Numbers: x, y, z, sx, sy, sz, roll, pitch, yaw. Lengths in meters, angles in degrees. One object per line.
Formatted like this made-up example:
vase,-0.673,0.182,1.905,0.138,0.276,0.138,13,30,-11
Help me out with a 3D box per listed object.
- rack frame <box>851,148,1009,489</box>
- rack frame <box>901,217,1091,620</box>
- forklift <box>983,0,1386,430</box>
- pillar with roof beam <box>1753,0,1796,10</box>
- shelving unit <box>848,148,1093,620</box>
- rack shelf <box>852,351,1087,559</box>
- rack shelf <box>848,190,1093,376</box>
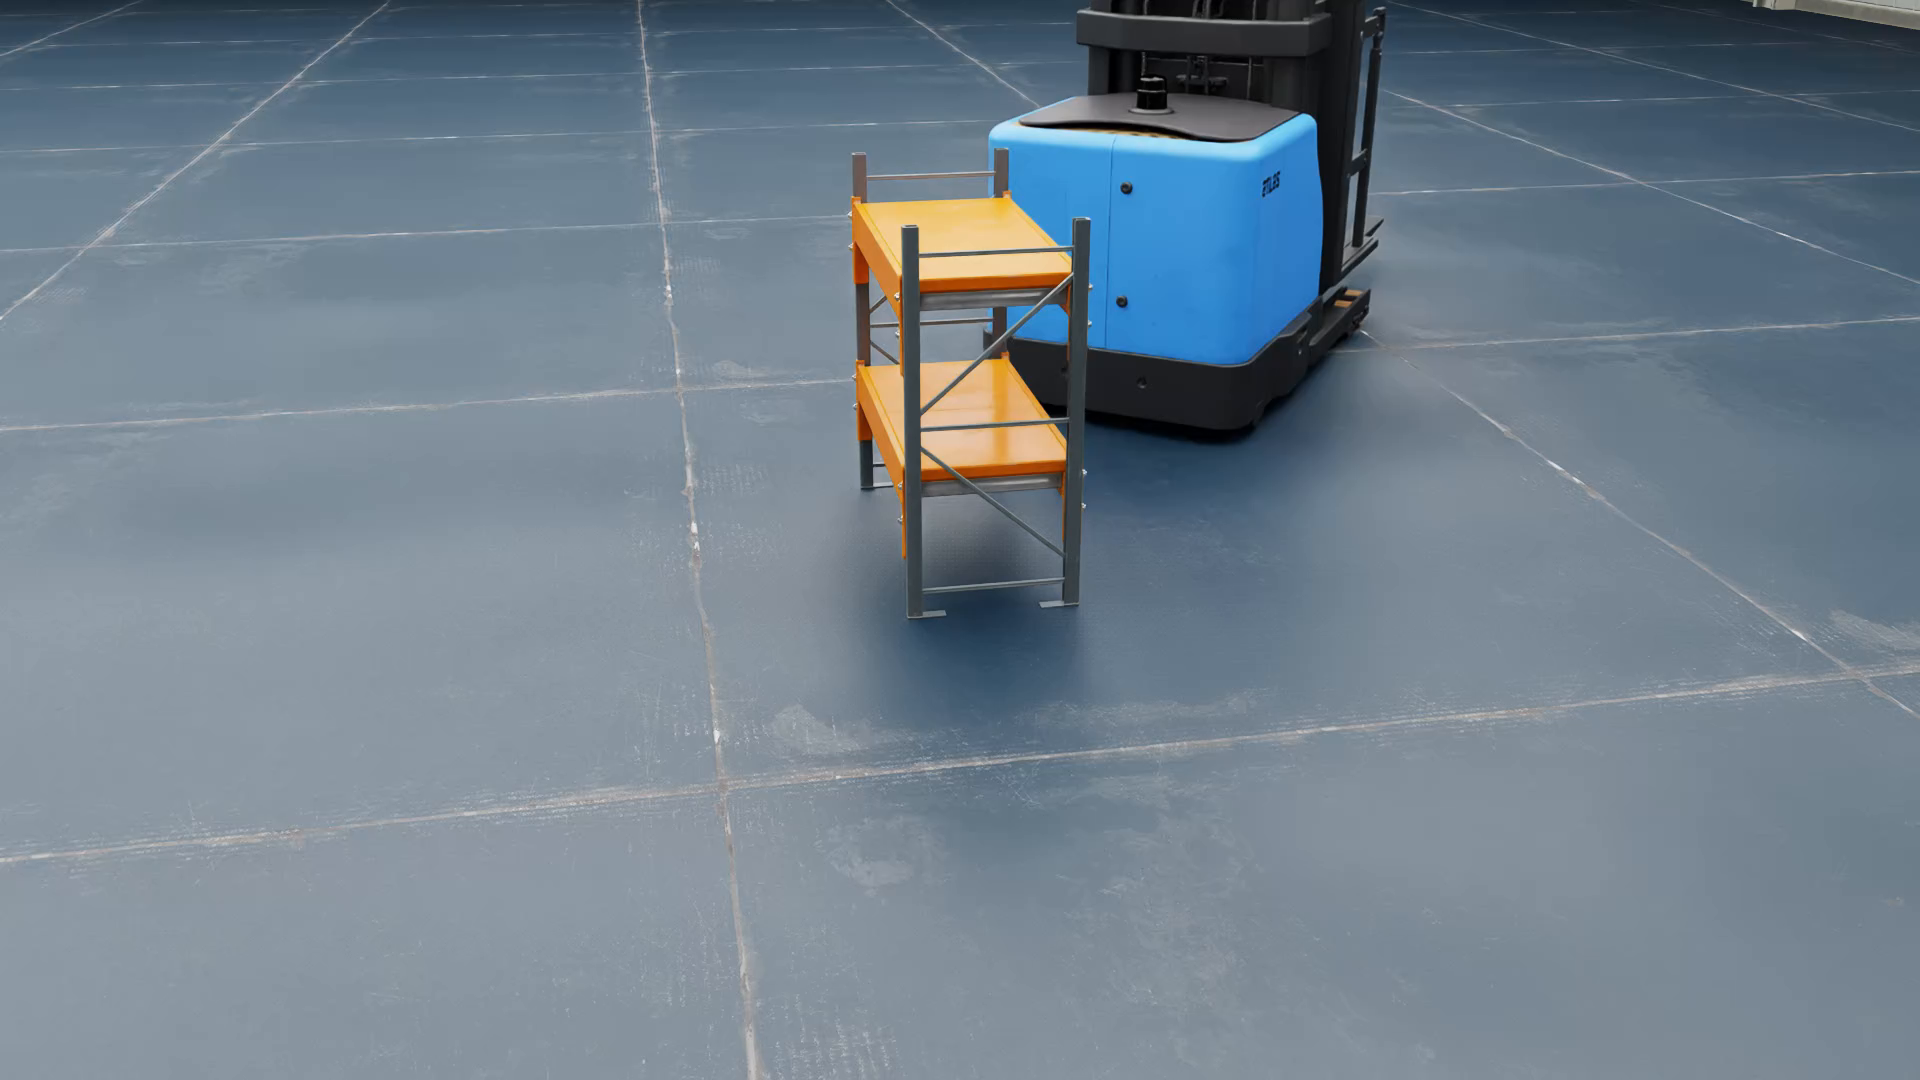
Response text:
rack frame,-0.093,-0.713,5.477,0.500,1.125,0.032,-4,24,-10
rack frame,0.095,-0.313,4.561,0.500,1.125,0.032,-4,24,-10
forklift,1.185,-2.294,6.841,1.130,2.935,3.031,11,26,24
pillar with roof beam,5.395,-10.096,17.123,9.100,9.000,0.400,-4,24,-10
shelving unit,0.001,-0.513,5.019,0.538,1.125,1.048,-4,24,-10
rack shelf,0.001,-0.289,5.117,0.538,0.278,1.000,-4,24,-10
rack shelf,0.001,-0.781,4.902,0.538,0.278,1.000,-4,24,-10
